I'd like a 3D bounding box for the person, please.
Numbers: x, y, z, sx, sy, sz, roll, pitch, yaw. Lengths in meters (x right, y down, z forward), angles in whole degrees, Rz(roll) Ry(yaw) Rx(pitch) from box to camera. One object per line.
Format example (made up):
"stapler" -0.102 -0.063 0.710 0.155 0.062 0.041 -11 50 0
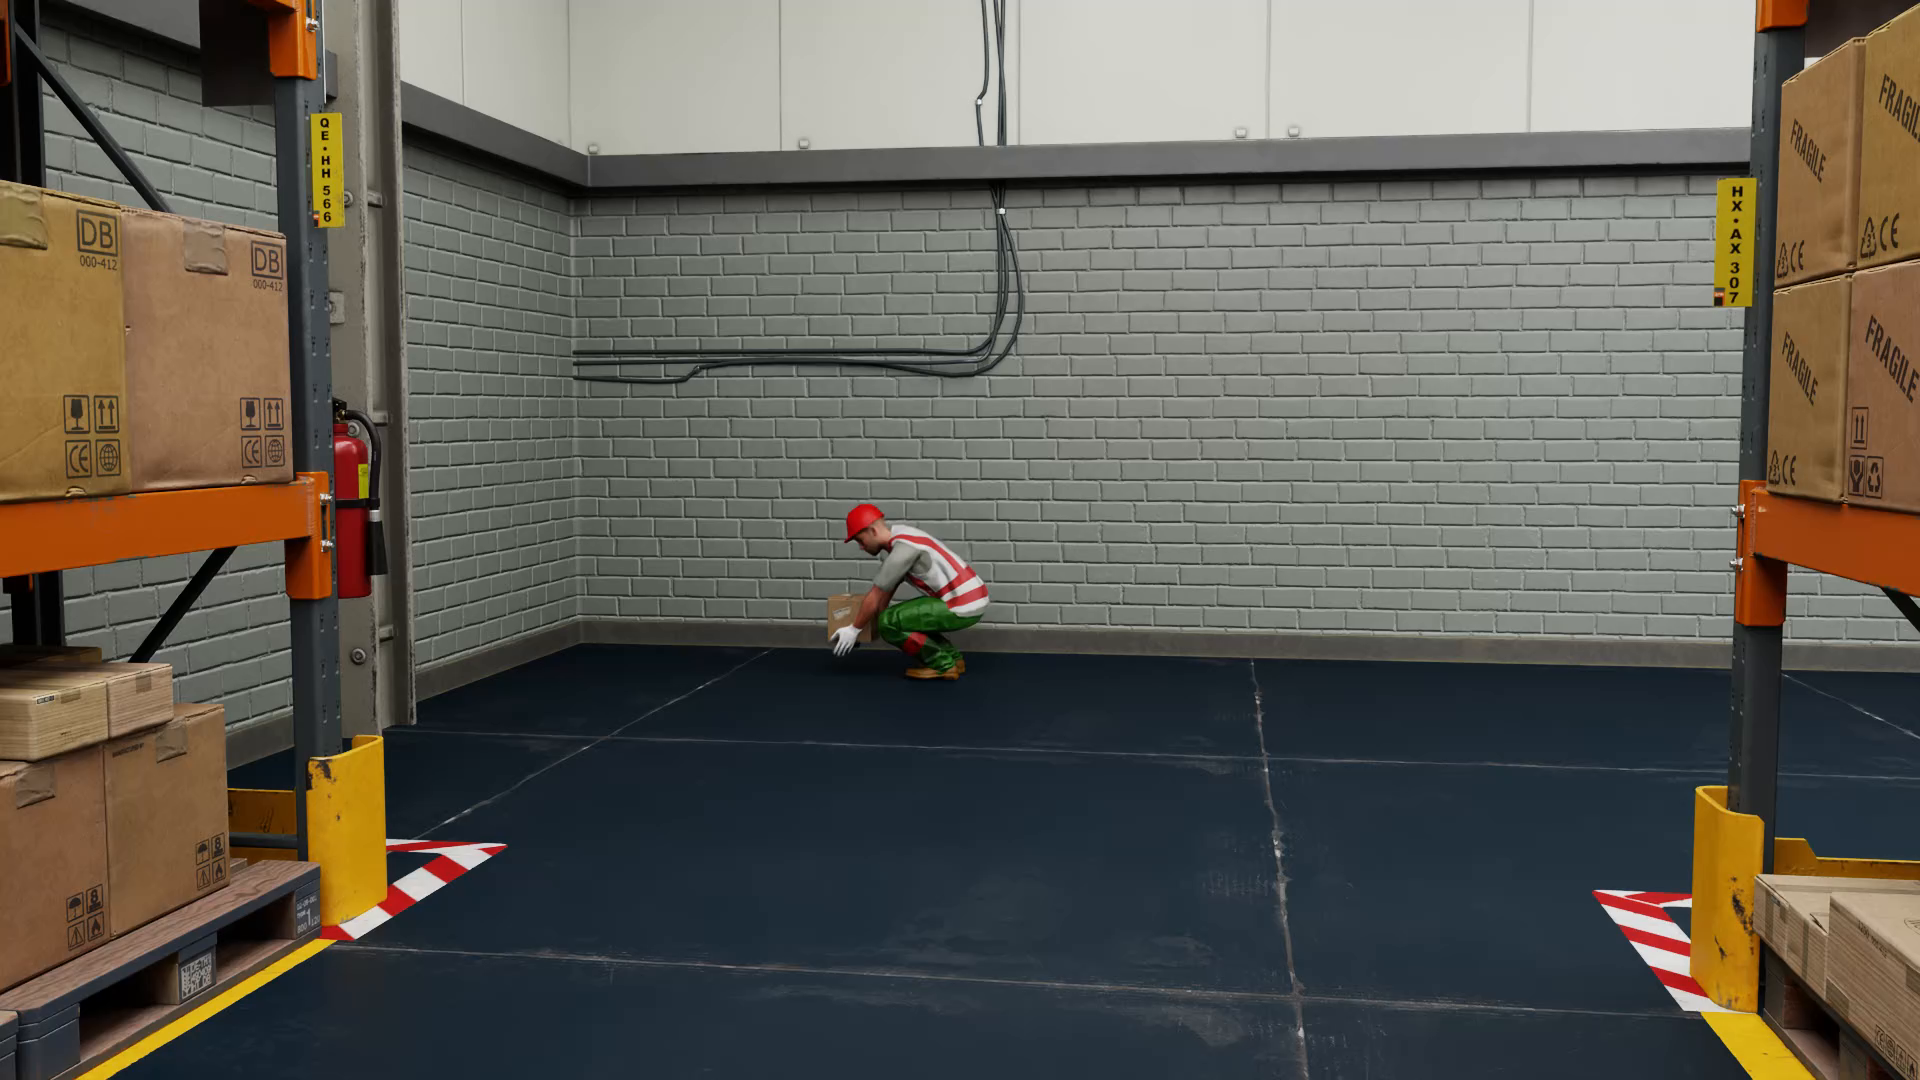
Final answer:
"person" -0.282 0.287 9.457 0.872 0.989 0.555 1 4 8
